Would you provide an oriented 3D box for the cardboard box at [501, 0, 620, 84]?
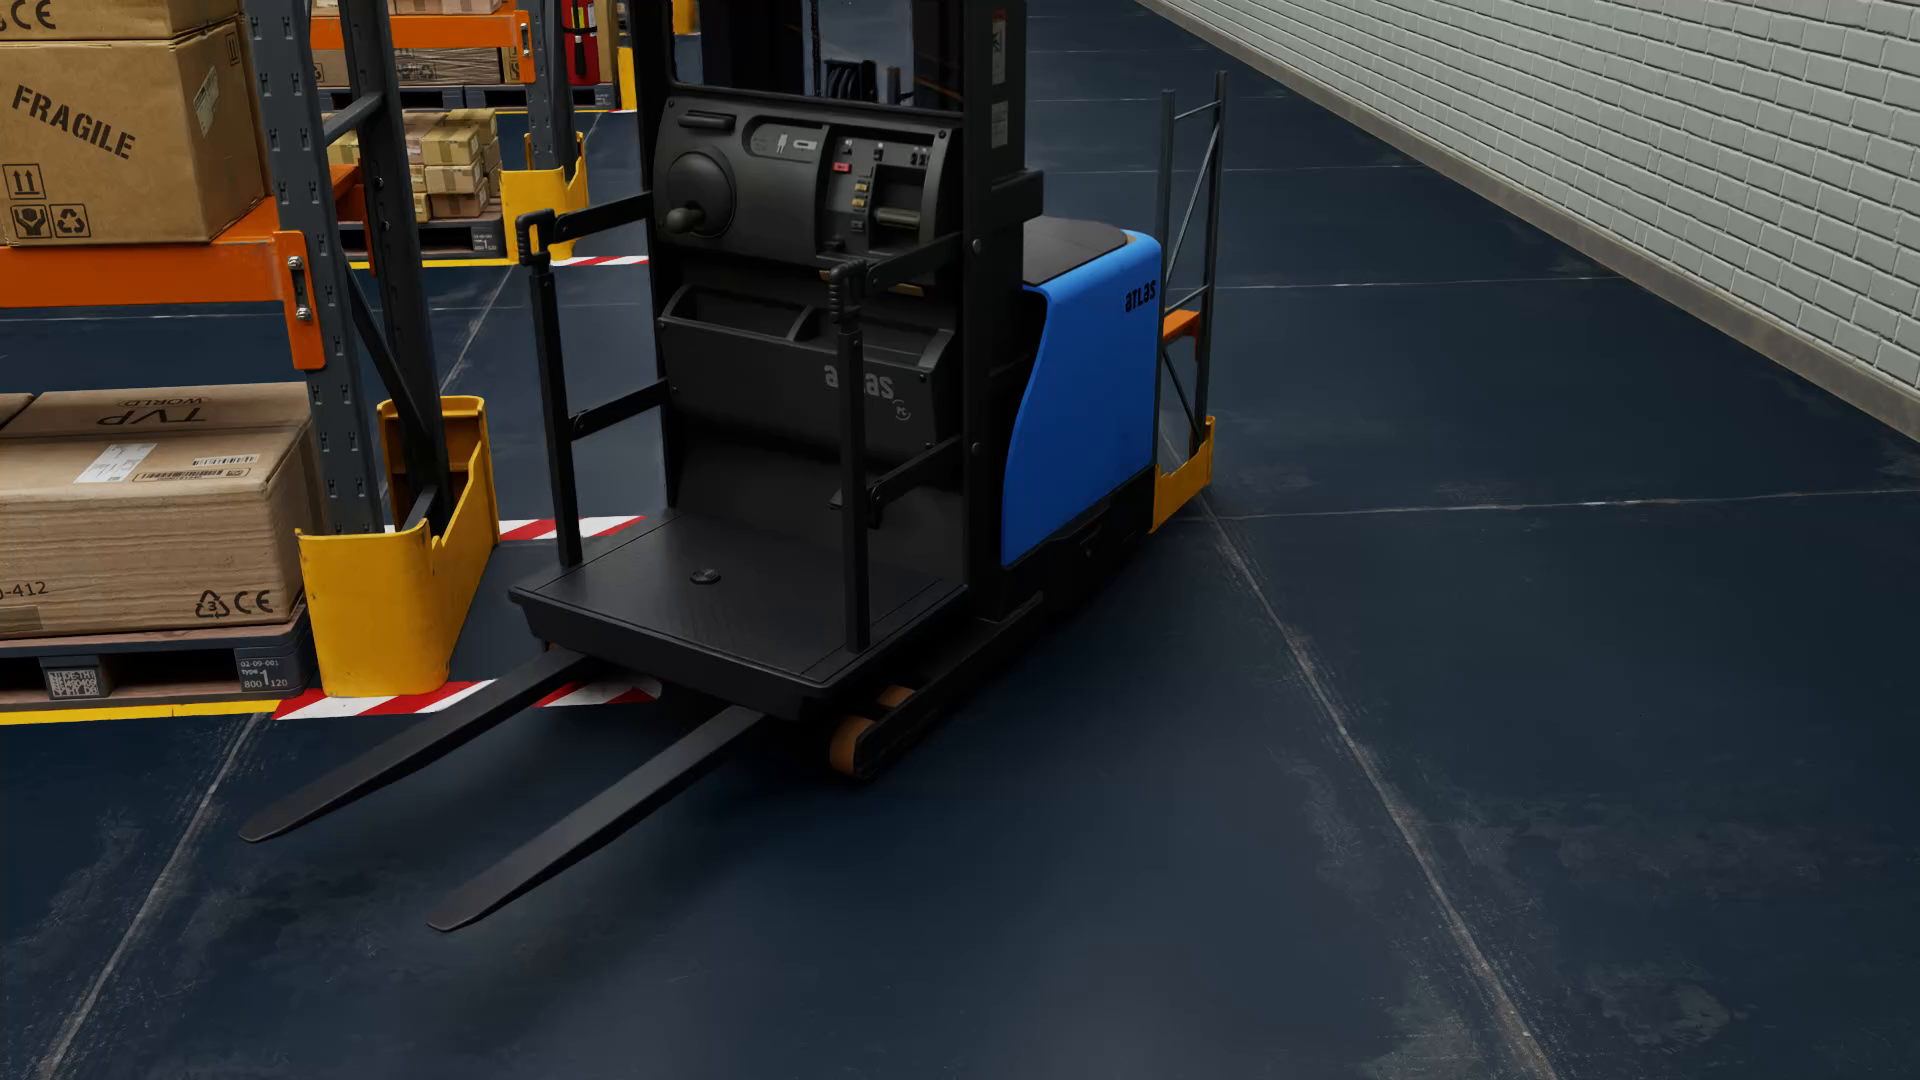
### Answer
[{"bbox_3d":[-3.340,-4.328,13.893,0.875,0.875,0.875,-2,24,-5],"label":"cardboard box"}]

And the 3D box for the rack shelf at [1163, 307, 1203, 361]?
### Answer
[{"bbox_3d":[0.330,-0.754,6.042,1.000,0.185,0.538,13,27,27],"label":"rack shelf"}]

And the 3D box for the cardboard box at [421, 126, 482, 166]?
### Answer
[{"bbox_3d":[-2.826,-2.194,9.252,0.250,0.149,0.380,-2,24,-5],"label":"cardboard box"}]

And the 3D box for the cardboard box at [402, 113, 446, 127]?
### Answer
[{"bbox_3d":[-3.141,-2.374,9.658,0.250,0.149,0.380,-2,24,-4],"label":"cardboard box"}]

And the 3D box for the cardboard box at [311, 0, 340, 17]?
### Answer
[{"bbox_3d":[-3.371,-2.884,8.854,0.250,0.149,0.380,-2,24,-4],"label":"cardboard box"}]

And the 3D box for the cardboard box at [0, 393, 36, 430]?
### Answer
[{"bbox_3d":[-3.294,-0.074,4.860,0.875,0.438,0.875,-2,24,-4],"label":"cardboard box"}]

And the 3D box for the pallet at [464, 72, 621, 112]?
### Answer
[{"bbox_3d":[-3.499,-3.827,14.101,1.213,0.211,1.003,-2,24,-5],"label":"pallet"}]

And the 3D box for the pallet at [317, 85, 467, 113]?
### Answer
[{"bbox_3d":[-4.710,-3.780,13.994,1.213,0.211,1.003,-2,24,-5],"label":"pallet"}]

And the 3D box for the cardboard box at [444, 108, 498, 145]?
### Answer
[{"bbox_3d":[-2.879,-2.434,9.792,0.250,0.149,0.380,-3,24,-8],"label":"cardboard box"}]

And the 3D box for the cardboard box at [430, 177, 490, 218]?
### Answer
[{"bbox_3d":[-2.827,-1.940,9.414,0.250,0.149,0.380,-2,24,-4],"label":"cardboard box"}]

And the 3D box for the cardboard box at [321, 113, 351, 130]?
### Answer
[{"bbox_3d":[-3.643,-2.372,9.655,0.250,0.149,0.380,-3,24,-8],"label":"cardboard box"}]

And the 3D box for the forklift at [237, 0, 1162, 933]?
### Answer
[{"bbox_3d":[-0.542,-0.929,4.232,1.130,2.935,3.031,14,28,29],"label":"forklift"}]

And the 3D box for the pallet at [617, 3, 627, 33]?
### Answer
[{"bbox_3d":[-4.022,-5.875,18.709,1.213,0.211,1.003,-2,24,-5],"label":"pallet"}]

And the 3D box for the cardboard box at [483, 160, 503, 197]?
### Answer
[{"bbox_3d":[-2.877,-2.154,9.895,0.250,0.149,0.380,-2,24,-4],"label":"cardboard box"}]

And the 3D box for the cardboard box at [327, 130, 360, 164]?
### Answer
[{"bbox_3d":[-3.327,-2.145,9.143,0.250,0.149,0.380,-3,24,-6],"label":"cardboard box"}]

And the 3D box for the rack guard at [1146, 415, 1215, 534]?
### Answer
[{"bbox_3d":[0.771,-0.246,5.995,0.087,0.250,0.587,13,27,27],"label":"rack guard"}]

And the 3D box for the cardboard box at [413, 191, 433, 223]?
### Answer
[{"bbox_3d":[-3.073,-1.889,9.299,0.250,0.149,0.380,-2,24,-4],"label":"cardboard box"}]

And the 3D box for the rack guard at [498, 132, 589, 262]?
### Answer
[{"bbox_3d":[-2.399,-2.011,9.658,0.348,0.500,1.175,-2,24,-5],"label":"rack guard"}]

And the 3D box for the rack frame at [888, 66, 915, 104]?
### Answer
[{"bbox_3d":[-0.113,-1.020,6.198,0.032,1.500,0.500,13,27,27],"label":"rack frame"}]

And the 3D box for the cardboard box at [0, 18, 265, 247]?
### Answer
[{"bbox_3d":[-2.191,-1.079,4.361,0.500,0.500,0.500,-2,24,-5],"label":"cardboard box"}]

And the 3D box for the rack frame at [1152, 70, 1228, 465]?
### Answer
[{"bbox_3d":[0.772,-0.816,5.740,0.032,1.500,0.500,13,27,27],"label":"rack frame"}]

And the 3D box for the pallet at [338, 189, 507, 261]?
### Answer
[{"bbox_3d":[-3.211,-1.861,9.676,1.213,0.211,1.003,-2,24,-5],"label":"pallet"}]

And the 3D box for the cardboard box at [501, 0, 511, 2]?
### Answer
[{"bbox_3d":[-2.678,-3.161,9.478,0.250,0.149,0.380,-2,24,-6],"label":"cardboard box"}]

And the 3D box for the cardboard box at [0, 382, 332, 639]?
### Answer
[{"bbox_3d":[-2.384,-0.114,4.950,0.875,0.438,0.875,-3,24,-7],"label":"cardboard box"}]

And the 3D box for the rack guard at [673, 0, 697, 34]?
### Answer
[{"bbox_3d":[-3.175,-6.031,18.703,0.348,0.500,1.175,-2,24,-5],"label":"rack guard"}]

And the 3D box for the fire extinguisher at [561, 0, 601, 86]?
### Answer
[{"bbox_3d":[-2.028,-2.774,8.852,0.183,0.674,0.296,-2,24,-5],"label":"fire extinguisher"}]

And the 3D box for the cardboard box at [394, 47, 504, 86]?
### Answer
[{"bbox_3d":[-4.245,-4.292,13.811,0.875,0.875,0.875,-2,24,-5],"label":"cardboard box"}]

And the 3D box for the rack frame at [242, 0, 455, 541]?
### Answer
[{"bbox_3d":[-1.737,-1.159,4.665,0.127,3.000,1.000,-2,24,-5],"label":"rack frame"}]

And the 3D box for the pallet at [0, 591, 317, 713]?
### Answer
[{"bbox_3d":[-2.525,0.179,5.089,1.213,0.211,1.003,-2,24,-5],"label":"pallet"}]

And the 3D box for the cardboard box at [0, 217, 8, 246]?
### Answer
[{"bbox_3d":[-2.692,-1.065,4.330,0.500,0.500,0.500,-3,24,-6],"label":"cardboard box"}]

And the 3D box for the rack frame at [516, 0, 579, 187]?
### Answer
[{"bbox_3d":[-2.324,-3.156,9.158,0.127,3.000,1.000,-2,24,-5],"label":"rack frame"}]

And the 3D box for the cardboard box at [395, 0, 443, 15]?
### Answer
[{"bbox_3d":[-2.872,-2.919,8.934,0.250,0.149,0.380,-2,24,-5],"label":"cardboard box"}]

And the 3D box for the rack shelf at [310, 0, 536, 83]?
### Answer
[{"bbox_3d":[-4.314,-2.748,9.124,4.000,0.370,1.077,-2,24,-5],"label":"rack shelf"}]

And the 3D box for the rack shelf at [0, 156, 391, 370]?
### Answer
[{"bbox_3d":[-3.727,-0.751,4.632,4.000,0.370,1.077,-2,24,-5],"label":"rack shelf"}]

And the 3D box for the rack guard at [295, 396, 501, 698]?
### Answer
[{"bbox_3d":[-1.713,-0.018,5.175,0.348,0.500,1.175,-2,24,-5],"label":"rack guard"}]

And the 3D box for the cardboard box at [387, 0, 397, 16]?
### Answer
[{"bbox_3d":[-3.120,-2.903,8.898,0.250,0.149,0.380,-3,24,-6],"label":"cardboard box"}]

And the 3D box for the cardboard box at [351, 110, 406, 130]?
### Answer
[{"bbox_3d":[-3.404,-2.416,9.752,0.250,0.149,0.380,-2,24,-5],"label":"cardboard box"}]

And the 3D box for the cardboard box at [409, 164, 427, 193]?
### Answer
[{"bbox_3d":[-3.086,-2.056,9.309,0.250,0.149,0.380,-3,24,-6],"label":"cardboard box"}]

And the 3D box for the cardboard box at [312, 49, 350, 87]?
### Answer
[{"bbox_3d":[-5.131,-4.256,13.731,0.875,0.875,0.875,-2,24,-5],"label":"cardboard box"}]

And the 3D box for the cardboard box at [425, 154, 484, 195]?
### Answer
[{"bbox_3d":[-2.821,-2.045,9.284,0.250,0.149,0.380,-3,24,-7],"label":"cardboard box"}]

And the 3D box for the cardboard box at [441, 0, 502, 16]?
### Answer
[{"bbox_3d":[-2.621,-2.914,8.922,0.250,0.149,0.380,-2,24,-5],"label":"cardboard box"}]

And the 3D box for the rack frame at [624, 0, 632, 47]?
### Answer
[{"bbox_3d":[-2.711,-5.165,13.677,0.127,3.000,1.000,-2,24,-5],"label":"rack frame"}]

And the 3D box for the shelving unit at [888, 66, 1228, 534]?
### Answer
[{"bbox_3d":[0.337,-0.916,5.965,1.083,1.500,0.587,13,27,27],"label":"shelving unit"}]

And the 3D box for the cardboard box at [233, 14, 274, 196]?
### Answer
[{"bbox_3d":[-2.243,-1.302,4.863,0.500,0.500,0.500,-2,24,-6],"label":"cardboard box"}]

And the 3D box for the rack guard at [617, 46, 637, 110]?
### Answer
[{"bbox_3d":[-2.687,-4.024,14.187,0.348,0.500,1.175,-2,24,-5],"label":"rack guard"}]

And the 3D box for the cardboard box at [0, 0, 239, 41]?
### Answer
[{"bbox_3d":[-2.193,-1.546,4.182,0.500,0.500,0.500,-2,24,-3],"label":"cardboard box"}]

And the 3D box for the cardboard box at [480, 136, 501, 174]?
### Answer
[{"bbox_3d":[-2.870,-2.264,9.777,0.250,0.149,0.380,-1,24,-3],"label":"cardboard box"}]

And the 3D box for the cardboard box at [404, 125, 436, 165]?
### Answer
[{"bbox_3d":[-3.081,-2.207,9.282,0.250,0.149,0.380,-2,24,-4],"label":"cardboard box"}]

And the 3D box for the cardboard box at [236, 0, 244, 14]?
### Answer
[{"bbox_3d":[-2.242,-1.758,4.658,0.500,0.500,0.500,-3,24,-6],"label":"cardboard box"}]
